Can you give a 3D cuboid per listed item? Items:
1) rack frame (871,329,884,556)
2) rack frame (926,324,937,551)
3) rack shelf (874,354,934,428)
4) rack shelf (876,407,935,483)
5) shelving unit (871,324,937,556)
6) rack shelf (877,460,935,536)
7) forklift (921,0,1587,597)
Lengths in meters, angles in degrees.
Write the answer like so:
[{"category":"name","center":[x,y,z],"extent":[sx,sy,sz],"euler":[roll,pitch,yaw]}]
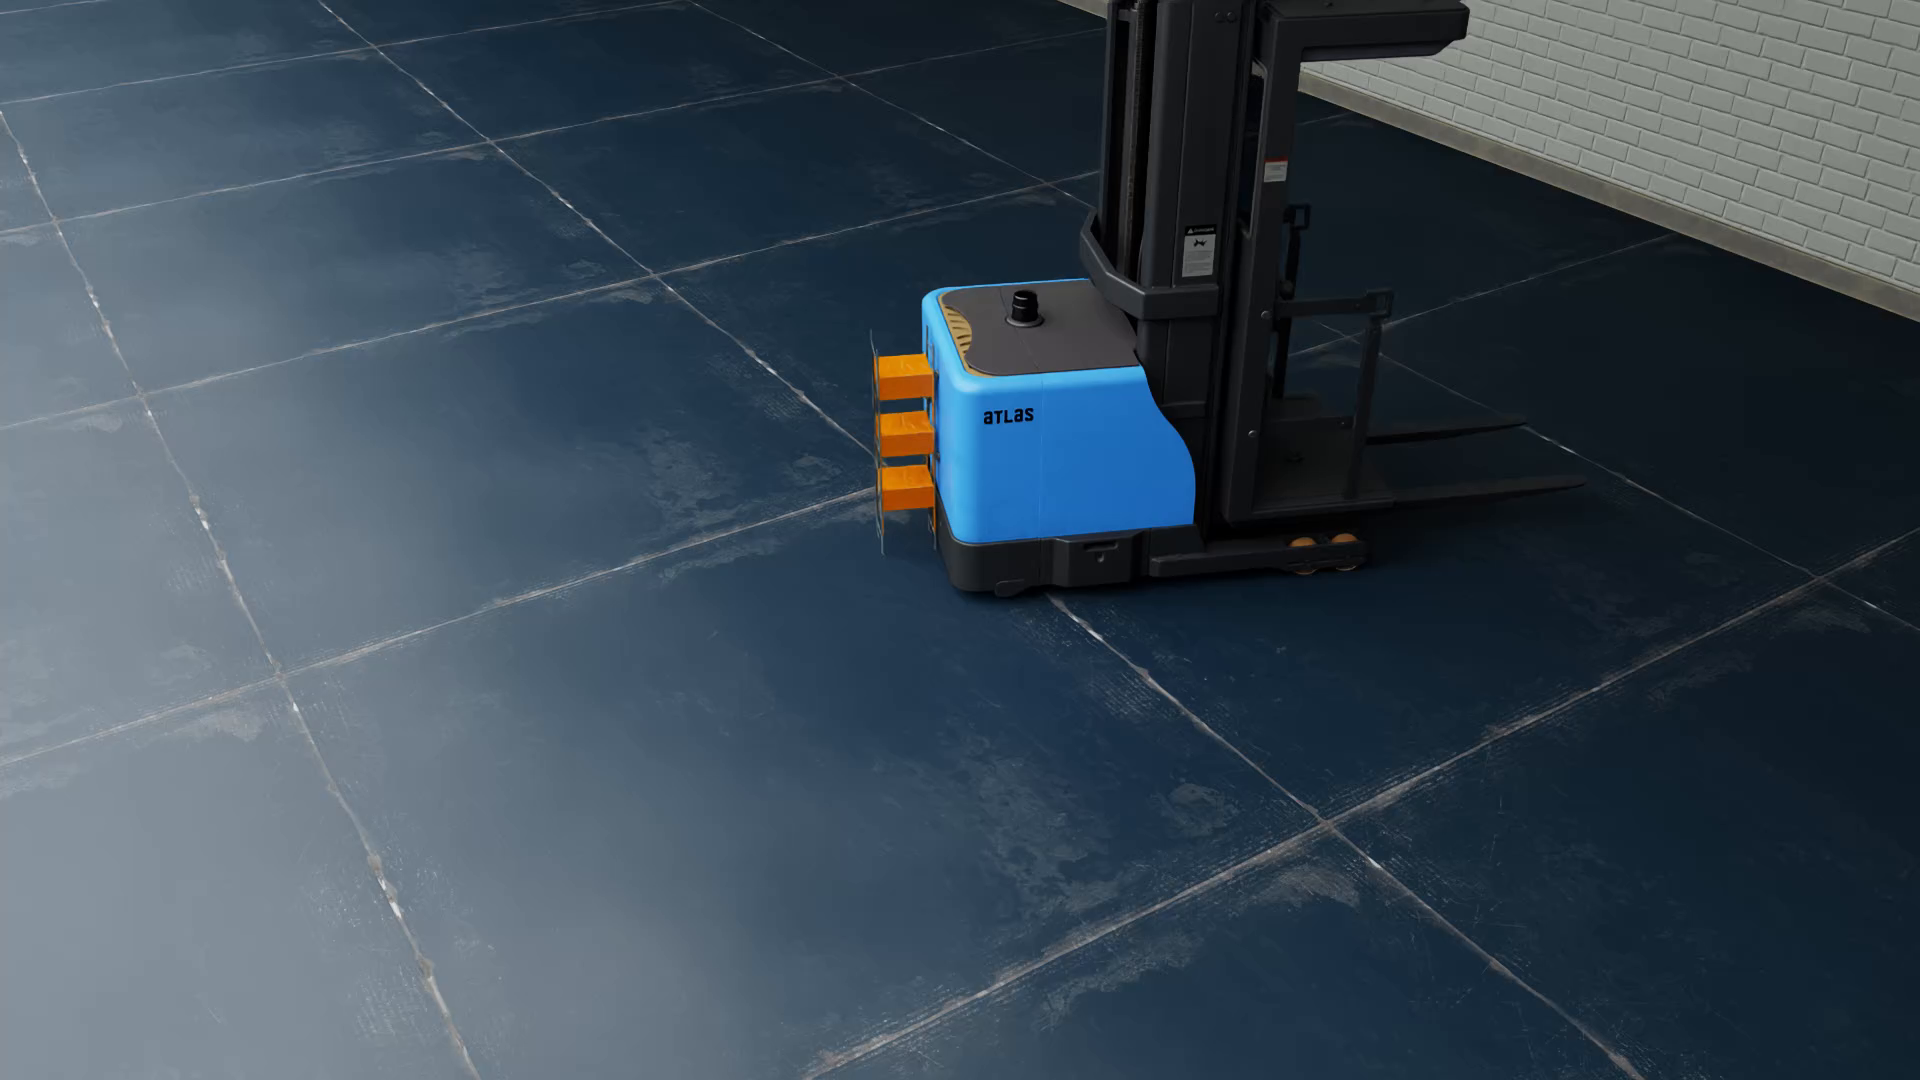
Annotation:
[{"category":"rack frame","center":[-0.369,-0.425,7.439],"extent":[0.008,1.050,0.200],"euler":[-5,33,-8]},{"category":"rack frame","center":[-0.128,-0.447,7.474],"extent":[0.008,1.050,0.200],"euler":[-5,33,-8]},{"category":"rack shelf","center":[-0.249,-0.667,7.311],"extent":[0.240,0.259,0.215],"euler":[-5,33,-8]},{"category":"rack shelf","center":[-0.249,-0.427,7.462],"extent":[0.240,0.259,0.215],"euler":[-5,33,-8]},{"category":"shelving unit","center":[-0.249,-0.436,7.456],"extent":[0.252,1.050,0.215],"euler":[-5,33,-8]},{"category":"rack shelf","center":[-0.249,-0.192,7.610],"extent":[0.240,0.259,0.215],"euler":[-5,33,-8]},{"category":"forklift","center":[1.380,-1.356,7.152],"extent":[3.031,2.935,1.130],"euler":[-5,33,-8]}]
